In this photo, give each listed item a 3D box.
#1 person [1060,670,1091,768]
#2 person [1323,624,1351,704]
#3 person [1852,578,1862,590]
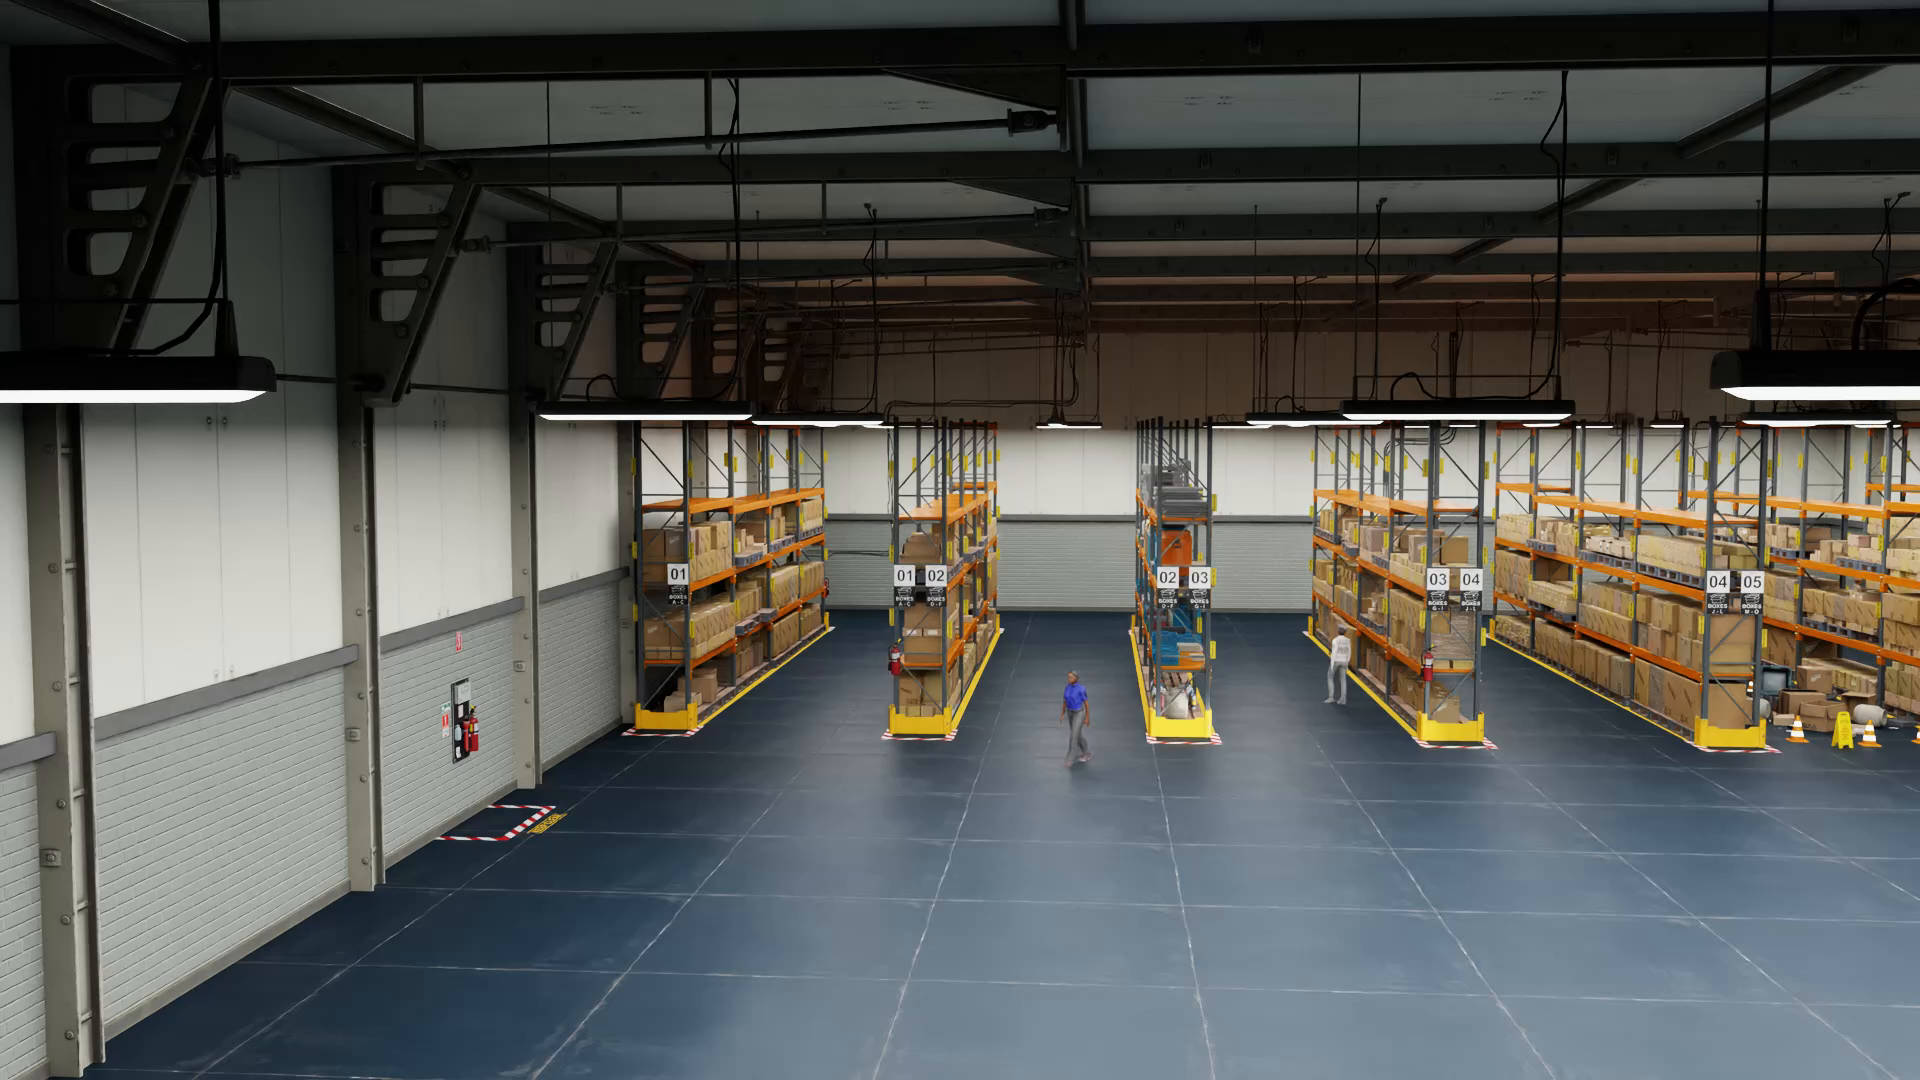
[{"bbox_3d":[1.958,3.028,28.498,0.874,1.617,0.495,-3,5,-37],"label":"person"},{"bbox_3d":[7.973,2.633,34.917,0.556,1.715,0.536,0,4,-5],"label":"person"},{"bbox_3d":[25.308,1.788,46.663,0.784,1.774,0.551,1,4,9],"label":"person"}]
